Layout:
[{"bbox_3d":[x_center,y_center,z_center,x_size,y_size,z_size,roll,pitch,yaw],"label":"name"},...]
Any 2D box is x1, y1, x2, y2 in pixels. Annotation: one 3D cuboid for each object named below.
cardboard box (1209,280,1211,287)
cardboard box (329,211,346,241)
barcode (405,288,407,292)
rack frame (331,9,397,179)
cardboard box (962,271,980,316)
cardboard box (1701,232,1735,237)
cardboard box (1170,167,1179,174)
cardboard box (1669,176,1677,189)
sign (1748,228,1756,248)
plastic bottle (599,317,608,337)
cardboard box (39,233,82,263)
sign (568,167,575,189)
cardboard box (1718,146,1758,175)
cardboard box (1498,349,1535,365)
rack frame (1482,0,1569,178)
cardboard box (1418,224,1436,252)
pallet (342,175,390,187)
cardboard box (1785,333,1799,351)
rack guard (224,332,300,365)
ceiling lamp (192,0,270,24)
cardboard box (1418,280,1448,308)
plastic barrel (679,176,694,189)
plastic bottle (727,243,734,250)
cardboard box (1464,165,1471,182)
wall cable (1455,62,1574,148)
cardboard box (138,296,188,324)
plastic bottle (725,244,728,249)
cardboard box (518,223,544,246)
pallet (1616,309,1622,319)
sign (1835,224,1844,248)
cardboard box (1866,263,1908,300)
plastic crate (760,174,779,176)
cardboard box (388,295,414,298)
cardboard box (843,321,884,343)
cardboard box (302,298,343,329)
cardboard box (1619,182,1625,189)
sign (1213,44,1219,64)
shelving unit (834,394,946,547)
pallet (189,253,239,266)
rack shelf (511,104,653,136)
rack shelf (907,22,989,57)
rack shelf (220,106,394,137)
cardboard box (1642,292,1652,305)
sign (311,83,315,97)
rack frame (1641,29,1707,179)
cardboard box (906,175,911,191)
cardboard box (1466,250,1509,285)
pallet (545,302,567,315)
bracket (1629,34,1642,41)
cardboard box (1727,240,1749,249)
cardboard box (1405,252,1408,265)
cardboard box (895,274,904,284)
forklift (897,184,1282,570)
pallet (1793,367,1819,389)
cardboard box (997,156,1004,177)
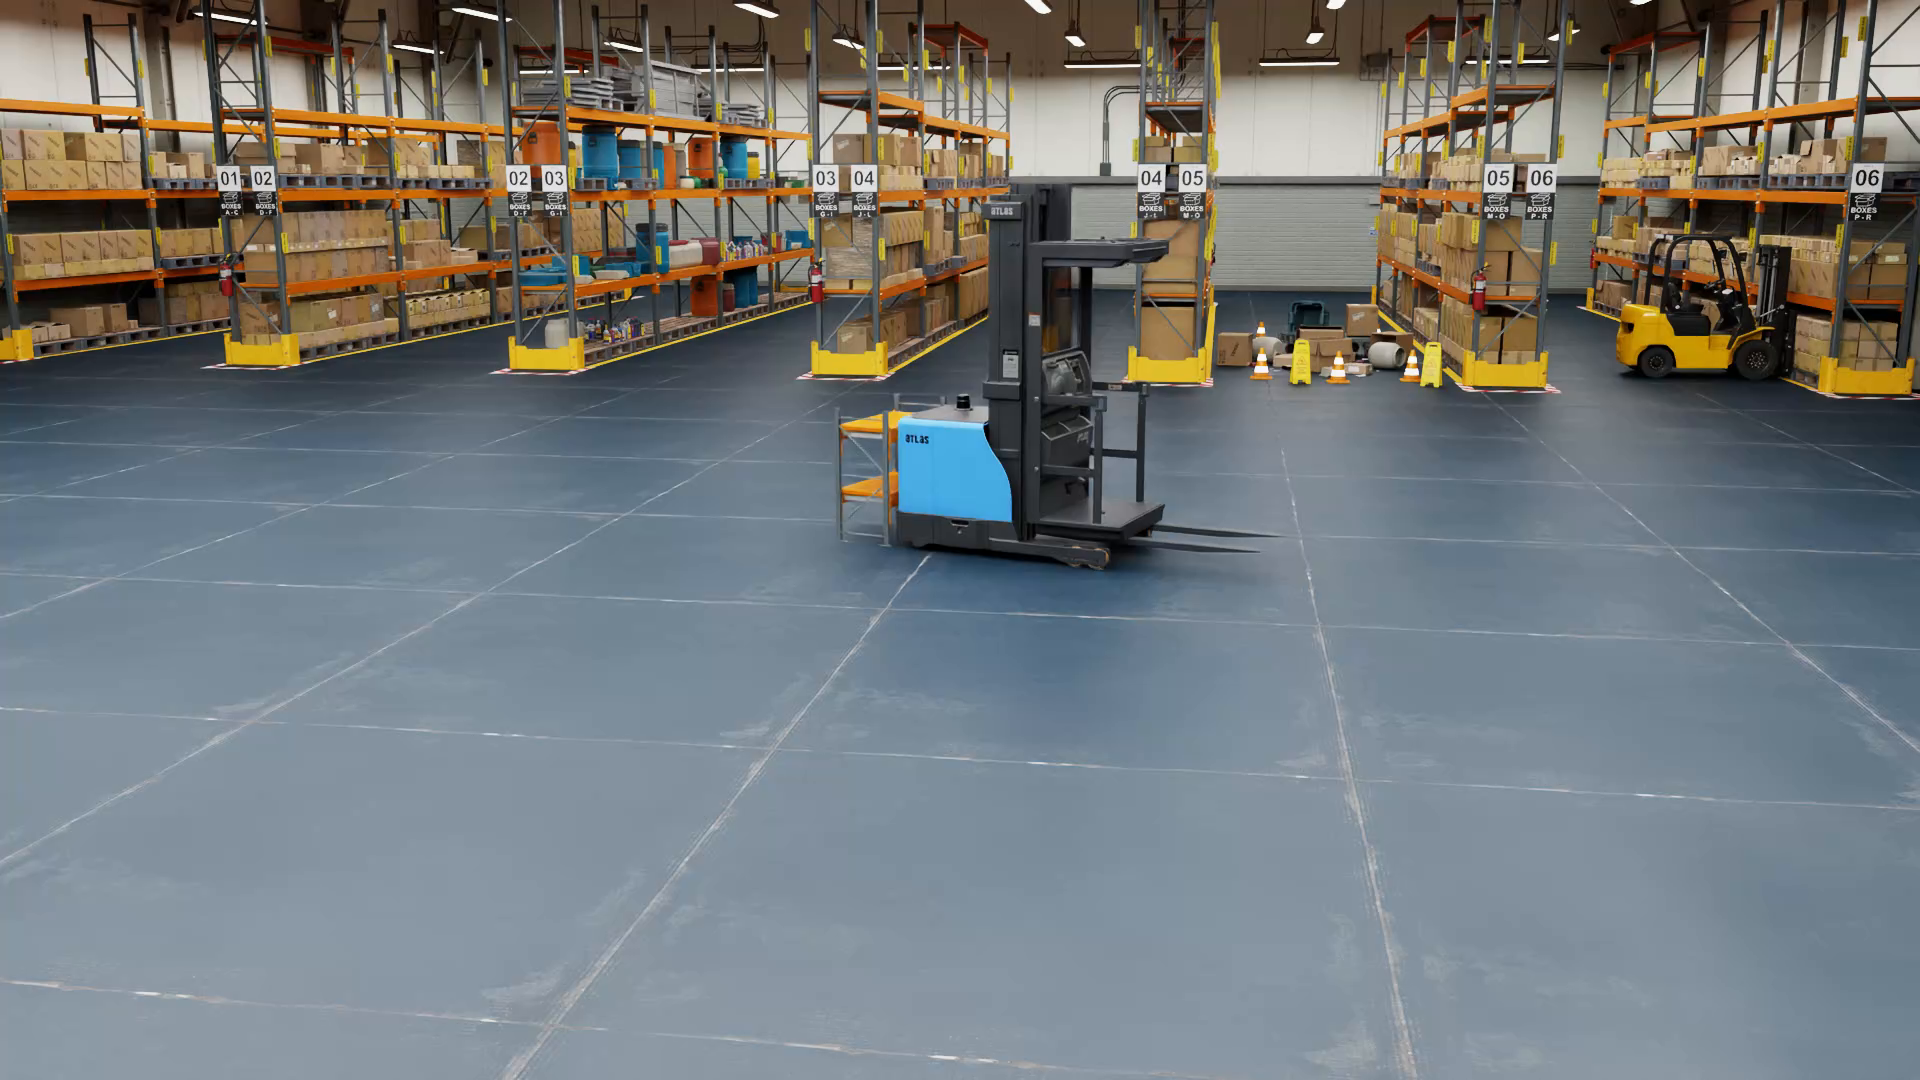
[{"bbox_3d":[5.760,-6.093,39.505,0.380,0.149,0.250,2,12,7],"label":"cardboard box"},{"bbox_3d":[-11.211,-5.500,29.079,0.700,0.500,0.500,2,12,9],"label":"cardboard box"},{"bbox_3d":[-10.467,-4.725,31.409,0.001,0.075,0.075,2,12,9],"label":"barcode"},{"bbox_3d":[-10.918,-8.156,30.478,1.000,3.000,0.127,2,12,9],"label":"rack frame"},{"bbox_3d":[-0.243,-5.229,35.183,1.225,0.875,0.875,2,12,9],"label":"cardboard box"},{"bbox_3d":[14.416,-5.609,31.667,0.500,0.500,0.500,2,12,11],"label":"cardboard box"},{"bbox_3d":[3.706,-6.519,29.125,0.500,0.250,0.500,2,12,9],"label":"cardboard box"},{"bbox_3d":[14.175,-6.969,32.449,0.500,0.250,0.500,2,12,9],"label":"cardboard box"},{"bbox_3d":[13.030,-4.963,27.343,0.100,0.325,0.005,2,12,9],"label":"sign"},{"bbox_3d":[-6.416,-3.823,29.855,0.144,0.351,0.185,2,12,9],"label":"plastic bottle"},{"bbox_3d":[-15.886,-5.153,29.312,0.500,0.500,0.500,1,12,7],"label":"cardboard box"},{"bbox_3d":[-6.096,-5.681,26.094,0.100,0.325,0.005,2,12,9],"label":"sign"},{"bbox_3d":[13.674,-6.668,29.220,0.500,0.500,0.500,2,12,10],"label":"cardboard box"},{"bbox_3d":[8.444,-2.768,25.246,0.500,0.250,0.500,2,12,8],"label":"cardboard box"},{"bbox_3d":[8.047,-6.680,23.631,1.000,3.000,0.127,2,12,9],"label":"rack frame"},{"bbox_3d":[8.979,-5.726,31.505,0.500,0.500,0.500,2,12,7],"label":"cardboard box"},{"bbox_3d":[-11.023,-6.468,29.975,1.003,0.211,1.213,2,12,9],"label":"pallet"},{"bbox_3d":[12.865,-3.017,25.215,0.500,0.250,0.500,2,12,7],"label":"cardboard box"},{"bbox_3d":[-11.537,-3.164,27.486,1.175,0.500,0.348,2,12,9],"label":"rack guard"},{"bbox_3d":[-13.061,-11.050,30.052,0.800,3.185,2.000,2,12,9],"label":"ceiling lamp"},{"bbox_3d":[9.466,-4.721,32.825,0.875,0.875,0.875,2,12,8],"label":"cardboard box"},{"bbox_3d":[-5.374,-7.021,32.660,0.301,0.262,0.301,0,12,0],"label":"plastic barrel"},{"bbox_3d":[-4.952,-6.249,35.986,0.144,0.351,0.185,2,12,9],"label":"plastic bottle"},{"bbox_3d":[8.013,-5.614,25.454,0.500,0.250,0.500,2,12,10],"label":"cardboard box"},{"bbox_3d":[14.594,-11.100,44.048,2.988,3.039,0.133,2,12,9],"label":"wall cable"},{"bbox_3d":[-15.716,-4.530,32.781,0.700,0.500,0.500,2,12,11],"label":"cardboard box"},{"bbox_3d":[-5.298,-6.506,37.359,0.152,0.276,0.135,2,12,9],"label":"plastic bottle"},{"bbox_3d":[-9.981,-7.051,38.358,0.700,0.500,0.500,-2,12,-10],"label":"cardboard box"},{"bbox_3d":[14.904,-4.865,36.069,1.003,0.211,1.213,2,12,9],"label":"pallet"},{"bbox_3d":[12.418,-4.290,23.469,0.100,0.325,0.005,2,12,9],"label":"sign"},{"bbox_3d":[13.303,-3.731,23.947,0.500,0.500,0.500,2,12,10],"label":"cardboard box"},{"bbox_3d":[-4.685,-8.687,40.209,0.504,0.338,0.767,2,12,9],"label":"plastic crate"},{"bbox_3d":[-10.986,-4.664,32.716,0.500,0.311,0.500,2,12,8],"label":"cardboard box"},{"bbox_3d":[-1.574,-3.307,27.155,0.500,0.500,0.500,5,13,23],"label":"cardboard box"},{"bbox_3d":[-11.092,-3.931,28.865,0.500,0.500,0.500,2,12,9],"label":"cardboard box"},{"bbox_3d":[14.769,-7.835,36.705,0.380,0.149,0.250,2,12,10],"label":"cardboard box"},{"bbox_3d":[4.300,-8.163,27.919,0.100,0.325,0.005,2,12,9],"label":"sign"},{"bbox_3d":[-0.579,-0.616,14.179,0.538,1.125,1.048,6,14,26],"label":"shelving unit"},{"bbox_3d":[-15.462,-5.708,33.817,1.003,0.211,1.213,2,12,9],"label":"pallet"},{"bbox_3d":[-6.332,-7.031,27.915,1.077,0.370,4.000,2,12,9],"label":"rack shelf"},{"bbox_3d":[-0.207,-10.356,34.506,1.077,0.370,4.000,2,12,9],"label":"rack shelf"},{"bbox_3d":[-11.225,-7.192,28.664,1.077,0.370,4.000,2,12,9],"label":"rack shelf"},{"bbox_3d":[14.429,-4.864,34.381,0.500,0.500,0.500,2,12,8],"label":"cardboard box"},{"bbox_3d":[-15.127,-10.538,38.938,0.100,0.325,0.005,2,12,9],"label":"sign"},{"bbox_3d":[14.798,-9.018,34.480,1.000,3.000,0.127,2,12,9],"label":"rack frame"},{"bbox_3d":[-1.106,-5.976,27.841,0.500,0.250,0.500,2,12,8],"label":"cardboard box"},{"bbox_3d":[7.858,-4.064,24.787,0.500,0.500,0.500,2,12,8],"label":"cardboard box"},{"bbox_3d":[-9.775,-5.355,38.340,1.003,0.211,1.213,2,12,9],"label":"pallet"},{"bbox_3d":[16.304,-12.068,40.085,0.235,0.232,0.430,2,12,9],"label":"bracket"},{"bbox_3d":[13.568,-5.132,28.907,0.380,0.149,0.250,2,12,9],"label":"cardboard box"},{"bbox_3d":[9.255,-5.665,33.514,0.500,0.250,0.500,2,12,8],"label":"cardboard box"},{"bbox_3d":[-1.139,-4.307,27.453,0.380,0.149,0.250,2,12,9],"label":"cardboard box"},{"bbox_3d":[1.035,-1.329,13.202,3.031,2.935,1.130,6,13,25],"label":"forklift"},{"bbox_3d":[13.028,-2.385,24.559,1.003,0.211,1.213,2,12,9],"label":"pallet"},{"bbox_3d":[0.689,-9.059,40.316,0.700,0.500,0.500,1,12,5],"label":"cardboard box"}]
